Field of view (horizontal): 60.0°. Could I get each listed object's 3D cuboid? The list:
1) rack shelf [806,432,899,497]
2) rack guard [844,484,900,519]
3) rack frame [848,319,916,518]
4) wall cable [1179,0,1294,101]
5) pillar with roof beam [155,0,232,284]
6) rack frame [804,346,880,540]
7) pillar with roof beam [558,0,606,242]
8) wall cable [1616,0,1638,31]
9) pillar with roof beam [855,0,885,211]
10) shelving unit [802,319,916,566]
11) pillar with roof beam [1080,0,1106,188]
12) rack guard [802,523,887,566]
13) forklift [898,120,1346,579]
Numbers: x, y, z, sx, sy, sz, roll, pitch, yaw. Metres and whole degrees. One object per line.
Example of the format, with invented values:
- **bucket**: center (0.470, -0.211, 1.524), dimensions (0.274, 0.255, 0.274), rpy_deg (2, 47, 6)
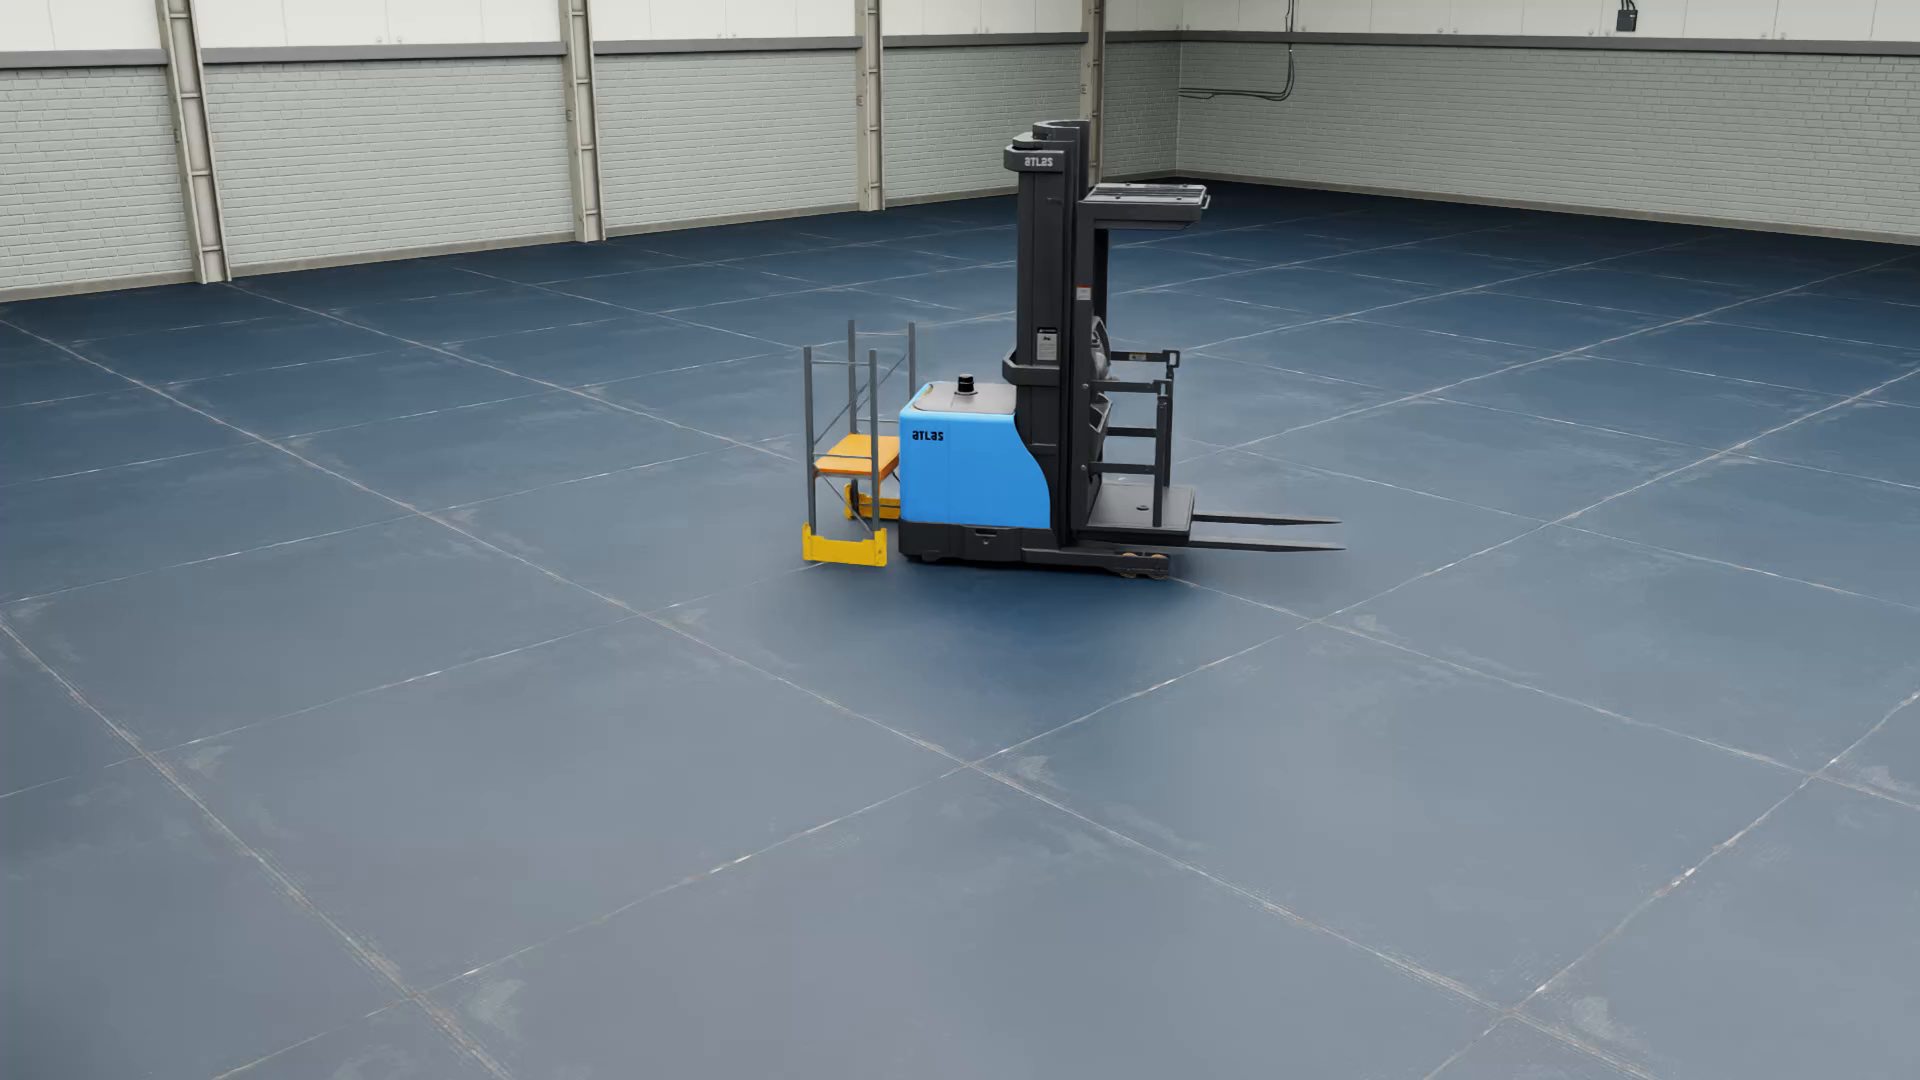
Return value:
- **rack shelf**: center (-0.683, -0.546, 11.820), dimensions (0.538, 0.185, 1.000), rpy_deg (4, 18, 13)
- **rack guard**: center (-0.572, -0.269, 12.410), dimensions (0.587, 0.250, 0.087), rpy_deg (4, 18, 13)
- **rack frame**: center (-0.567, -0.870, 12.235), dimensions (0.500, 1.500, 0.032), rpy_deg (4, 18, 13)
- **wall cable**: center (5.767, -10.540, 34.937), dimensions (0.112, 2.526, 3.097), rpy_deg (-16, 24, -41)
- **pillar with roof beam**: center (-7.403, -6.910, 18.707), dimensions (0.400, 9.000, 9.100), rpy_deg (-16, 24, -41)
- **rack frame**: center (-0.799, -0.564, 11.294), dimensions (0.500, 1.500, 0.032), rpy_deg (4, 18, 13)
- **pillar with roof beam**: center (-3.043, -8.182, 22.629), dimensions (0.400, 9.000, 9.100), rpy_deg (-16, 24, -41)
- **wall cable**: center (12.278, -11.504, 27.362), dimensions (0.169, 6.003, 2.305), rpy_deg (-16, 24, -41)
- **pillar with roof beam**: center (1.316, -9.453, 26.550), dimensions (0.400, 9.000, 9.100), rpy_deg (-16, 24, -41)
- **shelving unit**: center (-0.685, -0.714, 11.756), dimensions (0.587, 1.500, 1.083), rpy_deg (4, 18, 13)
- **pillar with roof beam**: center (5.676, -10.724, 30.471), dimensions (0.400, 9.000, 9.100), rpy_deg (-16, 24, -41)
- **rack guard**: center (-0.798, 0.030, 11.488), dimensions (0.587, 0.250, 0.087), rpy_deg (4, 18, 13)
- **forklift**: center (1.139, -1.307, 11.264), dimensions (3.031, 2.935, 1.130), rpy_deg (3, 18, 10)
